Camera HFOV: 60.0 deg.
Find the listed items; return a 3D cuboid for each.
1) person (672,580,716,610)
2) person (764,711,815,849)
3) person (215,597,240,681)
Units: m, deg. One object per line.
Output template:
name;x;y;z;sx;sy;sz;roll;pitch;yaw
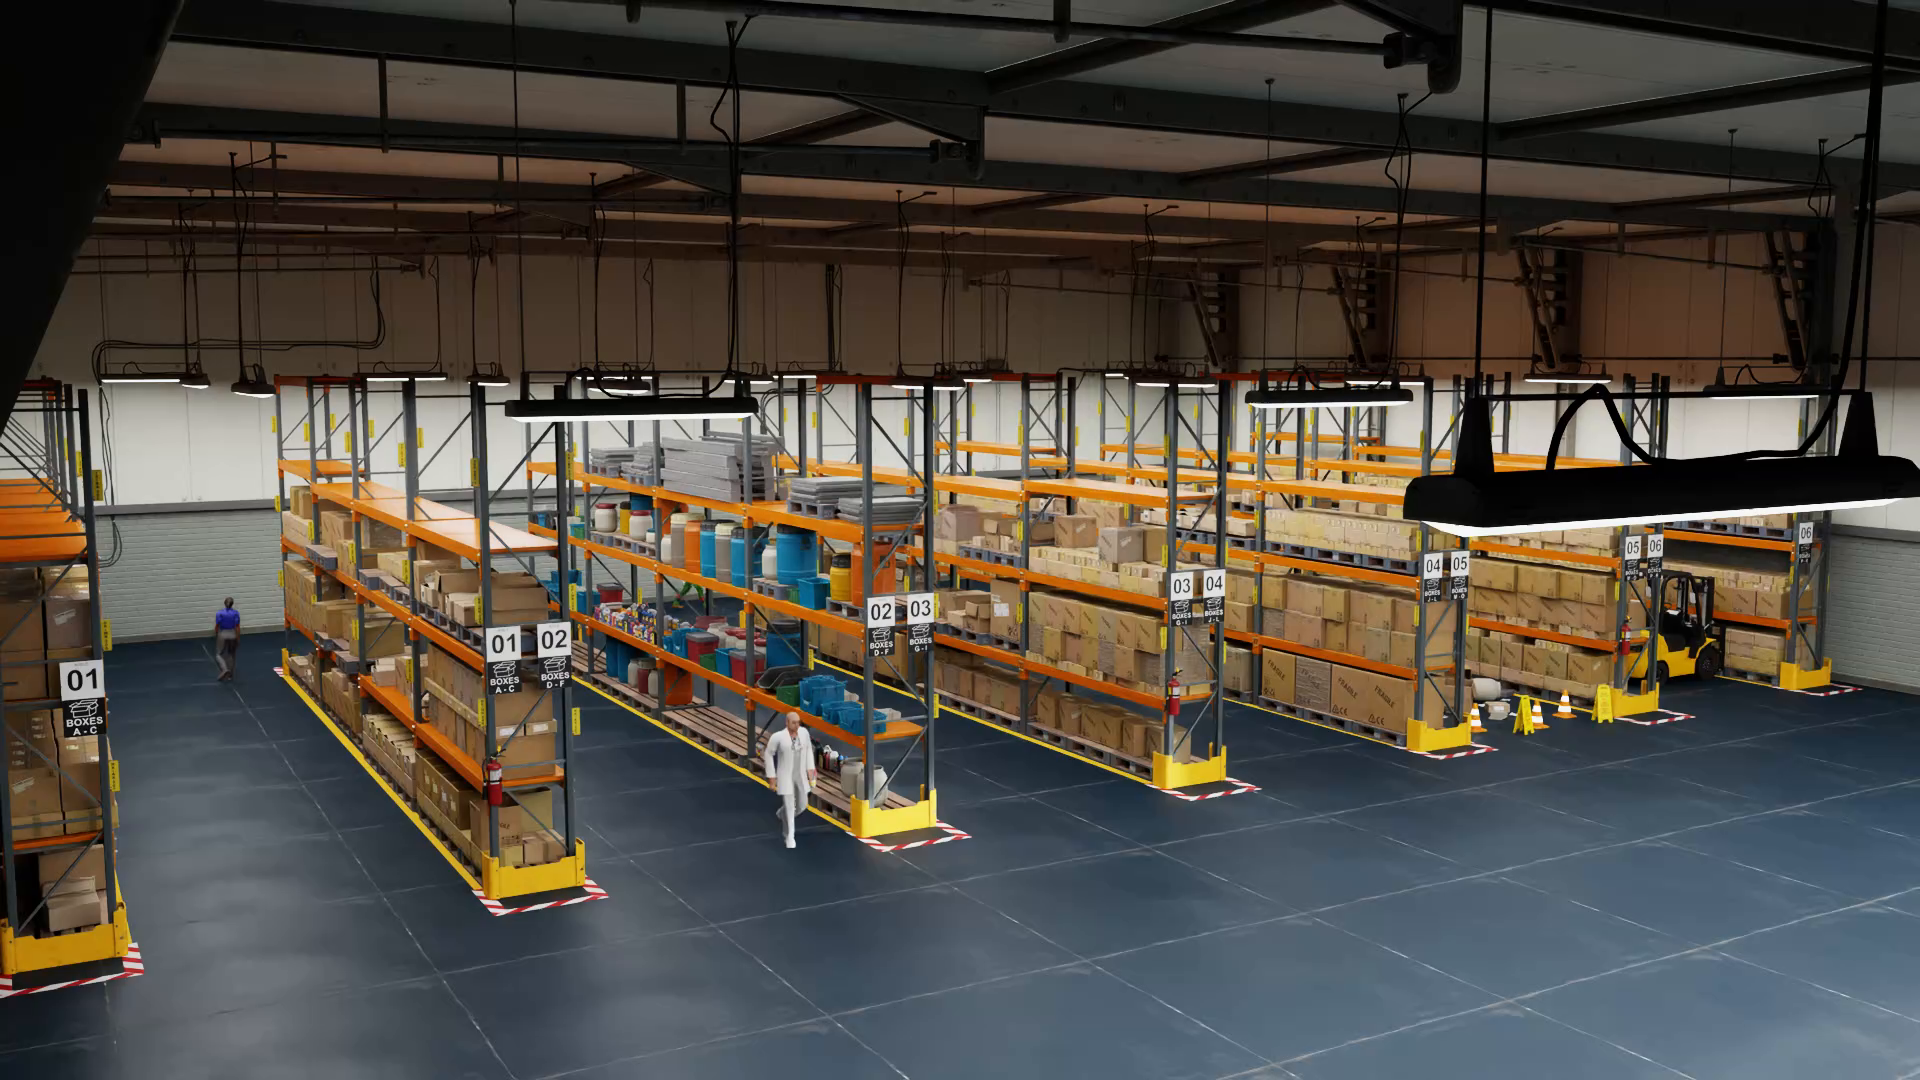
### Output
person;-6.687;0.897;41.730;1.071;1.746;0.505;-2;6;-14
person;-2.261;3.088;21.769;0.673;1.765;0.740;-4;8;-35
person;-14.358;1.951;32.621;0.491;1.647;0.642;-4;7;-31
